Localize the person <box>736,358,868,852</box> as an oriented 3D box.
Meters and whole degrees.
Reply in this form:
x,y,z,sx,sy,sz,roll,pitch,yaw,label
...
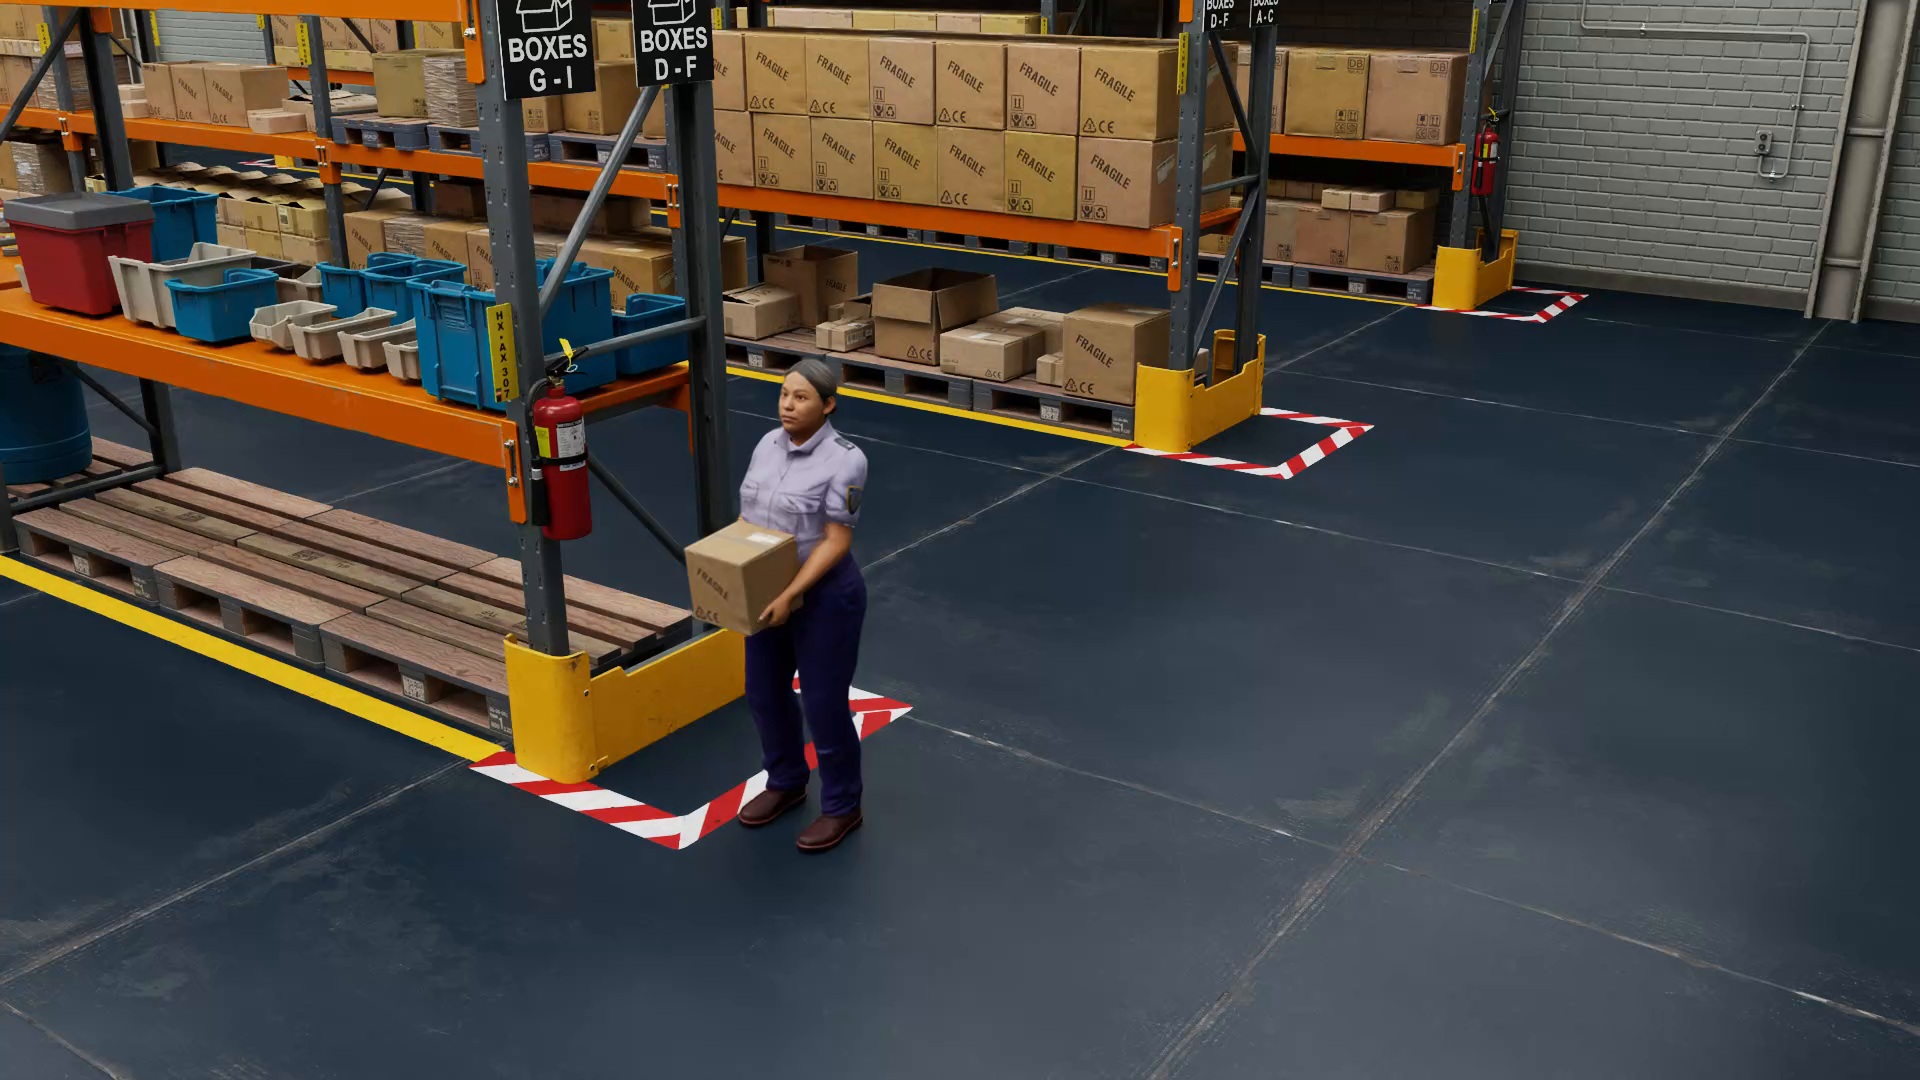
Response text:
x,y,z,sx,sy,sz,roll,pitch,yaw,label
-0.569,0.236,5.473,0.460,1.625,0.518,15,25,35,person
